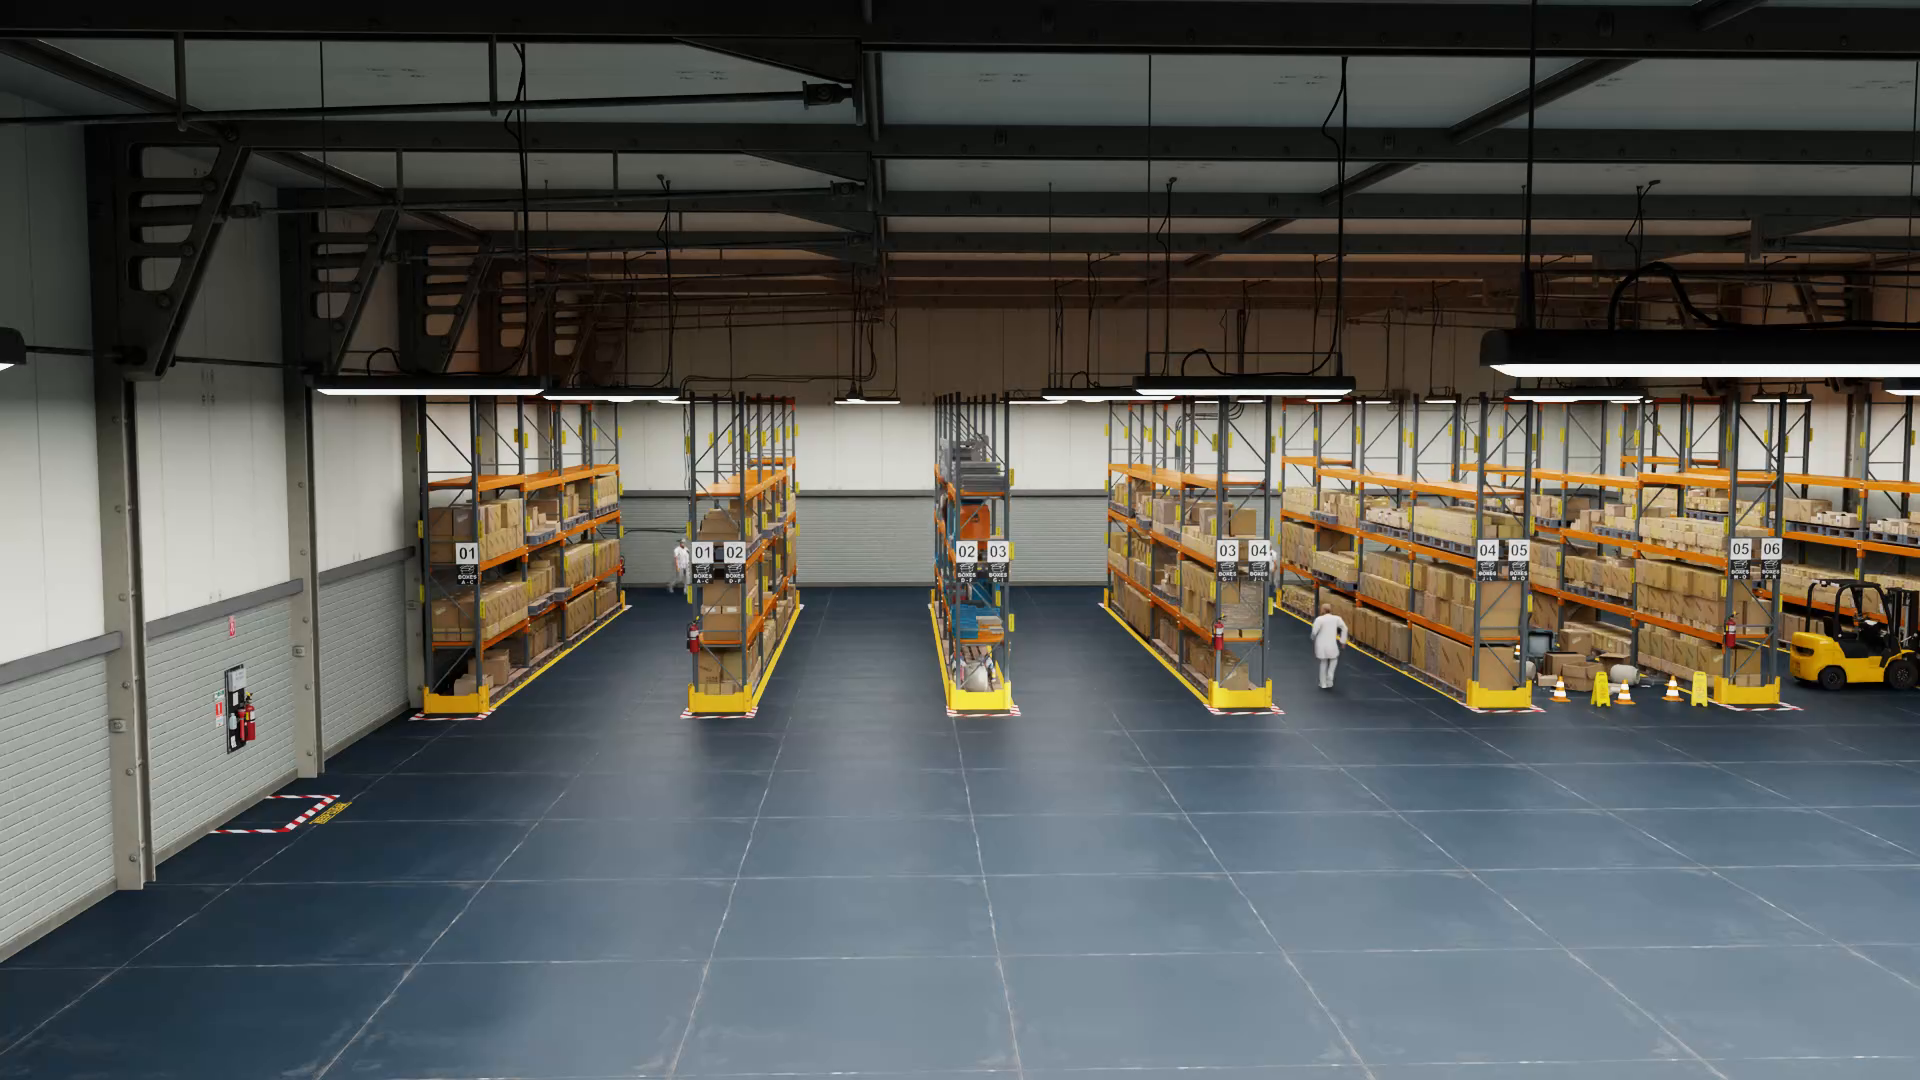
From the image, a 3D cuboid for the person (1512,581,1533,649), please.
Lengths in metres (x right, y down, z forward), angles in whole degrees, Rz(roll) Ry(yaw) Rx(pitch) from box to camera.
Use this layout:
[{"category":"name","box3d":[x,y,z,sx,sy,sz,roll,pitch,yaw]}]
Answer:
[{"category":"person","box3d":[13.273,1.800,39.252,0.475,1.672,0.513,3,6,36]}]

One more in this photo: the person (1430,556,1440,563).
[{"category":"person","box3d":[12.976,1.192,45.630,0.422,1.770,0.604,0,5,1]}]

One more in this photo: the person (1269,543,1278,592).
[{"category":"person","box3d":[9.372,0.874,50.413,0.494,1.615,0.932,2,5,24]}]

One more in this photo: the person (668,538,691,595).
[{"category":"person","box3d":[-8.458,0.799,50.458,0.752,1.734,0.558,3,6,34]}]

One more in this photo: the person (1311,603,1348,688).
[{"category":"person","box3d":[7.531,2.160,33.936,0.752,1.744,0.568,2,5,22]}]
